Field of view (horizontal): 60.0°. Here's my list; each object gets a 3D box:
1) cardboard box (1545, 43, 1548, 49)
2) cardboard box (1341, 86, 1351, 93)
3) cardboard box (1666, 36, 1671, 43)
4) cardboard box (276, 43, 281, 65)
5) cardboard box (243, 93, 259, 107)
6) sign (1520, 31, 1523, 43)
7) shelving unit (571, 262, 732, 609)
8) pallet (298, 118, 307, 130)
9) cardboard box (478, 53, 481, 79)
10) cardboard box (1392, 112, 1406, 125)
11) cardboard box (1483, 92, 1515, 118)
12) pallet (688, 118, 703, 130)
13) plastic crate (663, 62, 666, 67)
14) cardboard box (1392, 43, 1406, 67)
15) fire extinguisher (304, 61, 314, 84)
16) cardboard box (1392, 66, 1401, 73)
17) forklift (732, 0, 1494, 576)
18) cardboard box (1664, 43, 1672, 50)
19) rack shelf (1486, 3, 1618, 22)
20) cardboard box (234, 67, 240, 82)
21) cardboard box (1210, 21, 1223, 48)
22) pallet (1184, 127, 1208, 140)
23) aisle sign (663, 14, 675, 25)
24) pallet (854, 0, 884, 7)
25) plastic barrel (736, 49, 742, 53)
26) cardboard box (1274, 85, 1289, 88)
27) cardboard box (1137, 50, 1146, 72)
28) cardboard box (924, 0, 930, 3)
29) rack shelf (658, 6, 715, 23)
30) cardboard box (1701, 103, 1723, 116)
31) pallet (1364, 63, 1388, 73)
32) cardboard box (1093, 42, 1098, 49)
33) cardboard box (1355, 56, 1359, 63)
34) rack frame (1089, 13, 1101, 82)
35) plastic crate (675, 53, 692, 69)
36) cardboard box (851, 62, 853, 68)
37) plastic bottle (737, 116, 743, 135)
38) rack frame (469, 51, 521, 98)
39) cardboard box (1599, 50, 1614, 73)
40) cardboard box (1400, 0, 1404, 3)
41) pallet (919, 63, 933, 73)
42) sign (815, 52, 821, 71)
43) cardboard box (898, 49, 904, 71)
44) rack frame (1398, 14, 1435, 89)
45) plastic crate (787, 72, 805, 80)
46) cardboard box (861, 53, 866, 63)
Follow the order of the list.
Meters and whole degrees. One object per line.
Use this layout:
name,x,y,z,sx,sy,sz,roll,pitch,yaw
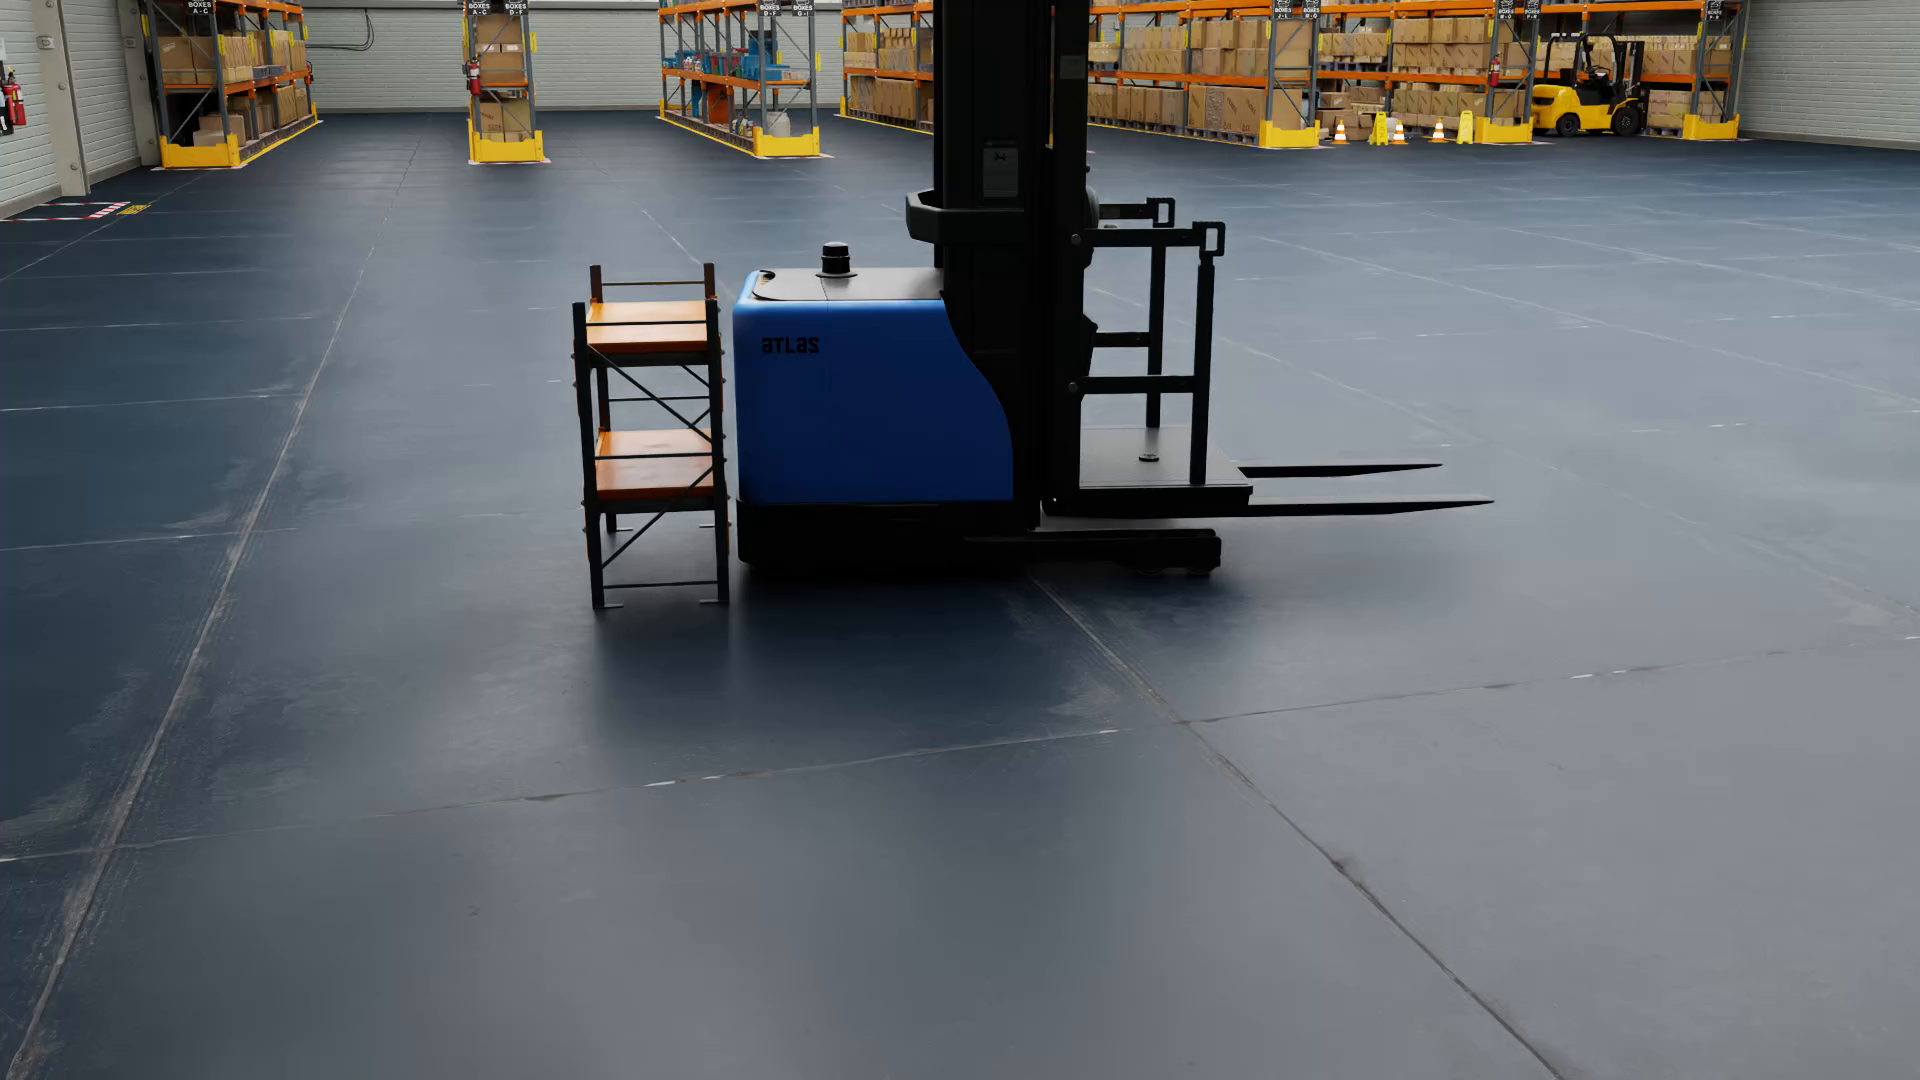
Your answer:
cardboard box,14.247,-11.828,39.814,0.380,0.149,0.250,-5,17,-17
cardboard box,11.650,-13.260,49.489,0.797,0.503,0.637,-5,18,-17
cardboard box,15.477,-10.799,35.871,0.380,0.149,0.250,-5,17,-15
cardboard box,-14.838,-10.366,35.522,0.500,0.500,0.500,-4,17,-13
cardboard box,-14.472,-8.881,33.581,0.500,0.250,0.500,-4,17,-14
sign,14.305,-12.817,42.395,0.100,0.325,0.005,-5,17,-15
shelving unit,-1.181,-0.445,6.478,0.538,1.125,1.048,-3,17,-8
pallet,-16.049,-9.853,39.388,1.003,0.211,1.213,-5,17,-15
cardboard box,-8.827,-9.078,31.785,0.700,0.500,0.500,-5,17,-17
cardboard box,10.002,-9.418,37.140,0.500,0.250,0.500,-6,18,-18
cardboard box,11.236,-9.106,34.800,0.500,0.500,0.500,-5,18,-17
pallet,-5.879,-9.865,39.428,1.003,0.211,1.213,-5,17,-15
plastic crate,-7.729,-12.575,43.955,0.250,0.136,0.298,-5,17,-15
cardboard box,9.953,-10.765,36.883,0.500,0.500,0.500,-5,17,-15
fire extinguisher,-16.612,-11.941,42.275,0.296,0.674,0.183,-5,17,-15
cardboard box,9.878,-10.485,37.081,0.380,0.149,0.250,-5,17,-16
forklift,0.622,-1.415,6.568,3.031,2.935,1.130,-1,17,-4
cardboard box,15.437,-10.652,35.897,0.380,0.149,0.250,-5,17,-16
rack shelf,14.322,-12.757,40.242,1.077,0.370,4.000,-5,17,-15
cardboard box,-12.737,-8.035,28.713,0.500,0.250,0.500,-5,17,-16
cardboard box,5.715,-10.480,34.488,0.875,0.550,0.550,-5,17,-15
pallet,5.502,-8.747,35.703,1.003,0.211,1.213,-5,17,-15
aisle sign,-7.794,-14.104,44.171,0.394,0.787,0.004,-5,17,-15
pallet,-2.174,-14.105,43.636,1.003,0.211,1.213,-5,17,-15
plastic barrel,-4.564,-10.213,35.500,0.433,0.535,0.433,0,17,0
cardboard box,8.649,-11.453,42.828,0.875,0.875,0.875,-4,17,-15
cardboard box,4.413,-11.027,38.276,0.500,0.500,0.500,-5,17,-15
cardboard box,-0.503,-12.113,37.111,0.500,0.250,0.500,-4,17,-14
rack shelf,-6.939,-13.401,42.387,1.077,0.370,4.000,-5,17,-15
cardboard box,16.041,-9.275,35.796,0.500,0.250,0.500,-4,17,-14
pallet,10.029,-10.849,38.189,1.003,0.211,1.213,-5,17,-15
cardboard box,3.477,-12.086,40.645,0.380,0.149,0.250,-4,17,-14
cardboard box,9.426,-11.203,38.739,0.380,0.149,0.250,-5,17,-15
rack frame,3.169,-12.511,43.390,1.000,3.000,0.127,-5,17,-15
plastic crate,-6.846,-11.879,41.208,0.392,0.384,0.575,-5,17,-15
cardboard box,-2.731,-12.795,44.772,0.380,0.149,0.250,-5,17,-16
plastic bottle,-4.316,-8.177,32.798,0.144,0.351,0.185,-5,18,-18
rack frame,-10.054,-10.259,35.890,1.000,3.000,0.127,-5,17,-15
cardboard box,14.901,-10.873,37.762,0.500,0.500,0.500,-4,17,-14
cardboard box,9.948,-11.927,36.668,0.380,0.149,0.250,-5,17,-16
pallet,-0.230,-10.760,37.893,1.213,0.211,1.003,-5,17,-15
sign,-2.562,-8.611,29.925,0.100,0.325,0.005,-5,17,-15
cardboard box,-1.179,-11.487,39.807,0.500,0.500,0.500,-5,18,-17
rack frame,12.673,-13.324,46.096,1.000,3.000,0.127,-5,17,-15
plastic crate,-3.028,-8.583,30.770,0.298,0.136,0.250,-5,17,-15
cardboard box,-2.286,-12.603,43.439,0.500,0.250,0.500,-4,17,-14
